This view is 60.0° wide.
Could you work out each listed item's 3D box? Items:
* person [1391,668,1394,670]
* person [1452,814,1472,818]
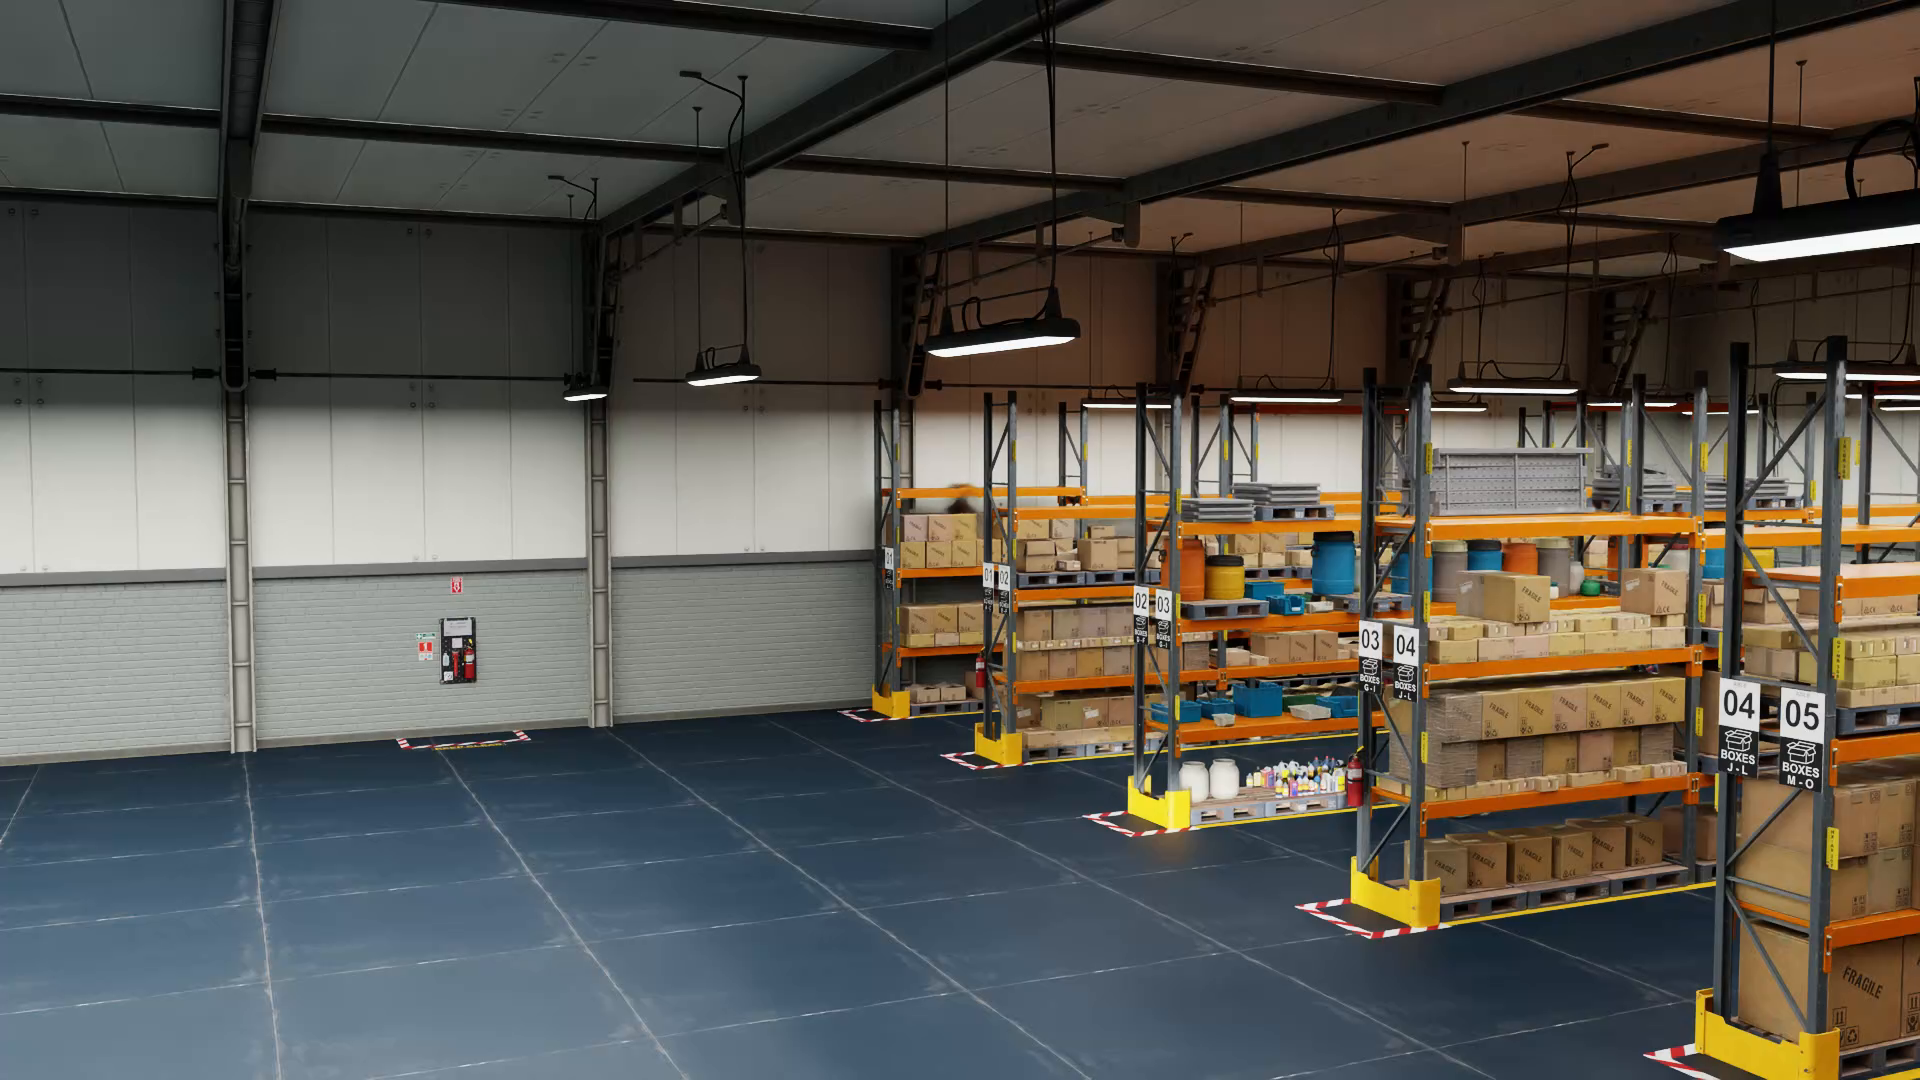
[{"bbox_3d":[9.036,2.327,33.947,1.072,1.727,0.572,-2,4,-28],"label":"person"},{"bbox_3d":[6.881,2.944,22.983,0.434,1.768,0.578,1,3,17],"label":"person"}]
